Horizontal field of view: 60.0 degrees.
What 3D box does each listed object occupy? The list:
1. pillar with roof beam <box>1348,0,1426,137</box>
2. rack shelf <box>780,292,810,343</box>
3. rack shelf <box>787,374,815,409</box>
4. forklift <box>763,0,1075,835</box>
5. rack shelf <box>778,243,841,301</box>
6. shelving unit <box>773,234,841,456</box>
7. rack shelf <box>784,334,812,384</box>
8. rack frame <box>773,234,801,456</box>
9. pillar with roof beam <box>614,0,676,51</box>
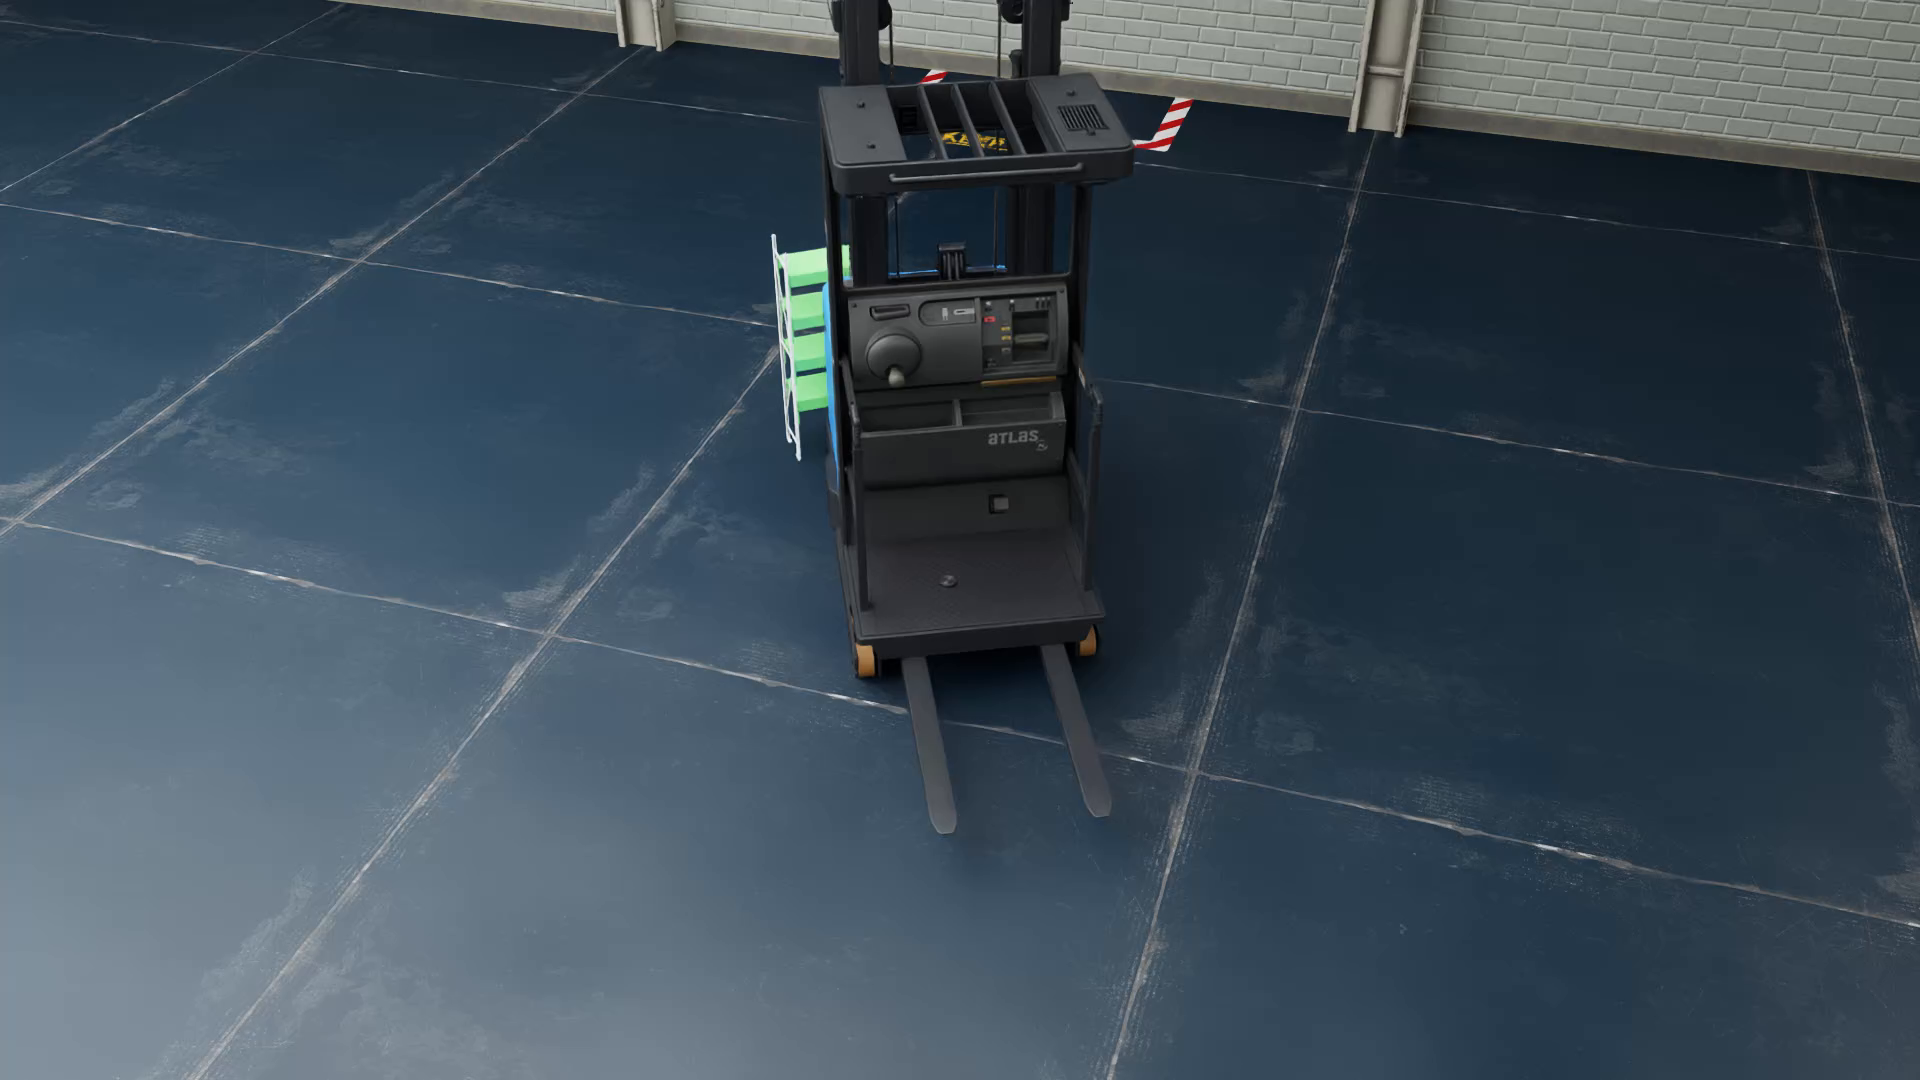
[{"bbox_3d":[1.842,-4.286,6.482,0.400,9.000,9.100,10,38,14],"label":"pillar with roof beam"},{"bbox_3d":[-0.657,-1.180,8.544,0.480,0.148,0.258,-15,39,-19],"label":"rack shelf"},{"bbox_3d":[-0.657,-0.793,8.828,0.480,0.148,0.258,-15,39,-19],"label":"rack shelf"},{"bbox_3d":[-0.123,-0.792,6.853,1.130,2.935,3.031,3,36,5],"label":"forklift"},{"bbox_3d":[-0.657,-1.373,8.402,0.480,0.148,0.258,-15,39,-19],"label":"rack shelf"},{"bbox_3d":[-0.657,-1.038,8.648,0.503,1.200,0.258,-15,39,-19],"label":"shelving unit"},{"bbox_3d":[-0.657,-0.987,8.686,0.480,0.148,0.258,-15,39,-19],"label":"rack shelf"},{"bbox_3d":[-0.879,-0.979,8.568,0.015,1.200,0.240,-15,39,-19],"label":"rack frame"},{"bbox_3d":[-3.885,-5.346,7.923,0.400,9.000,9.100,10,38,14],"label":"pillar with roof beam"}]
